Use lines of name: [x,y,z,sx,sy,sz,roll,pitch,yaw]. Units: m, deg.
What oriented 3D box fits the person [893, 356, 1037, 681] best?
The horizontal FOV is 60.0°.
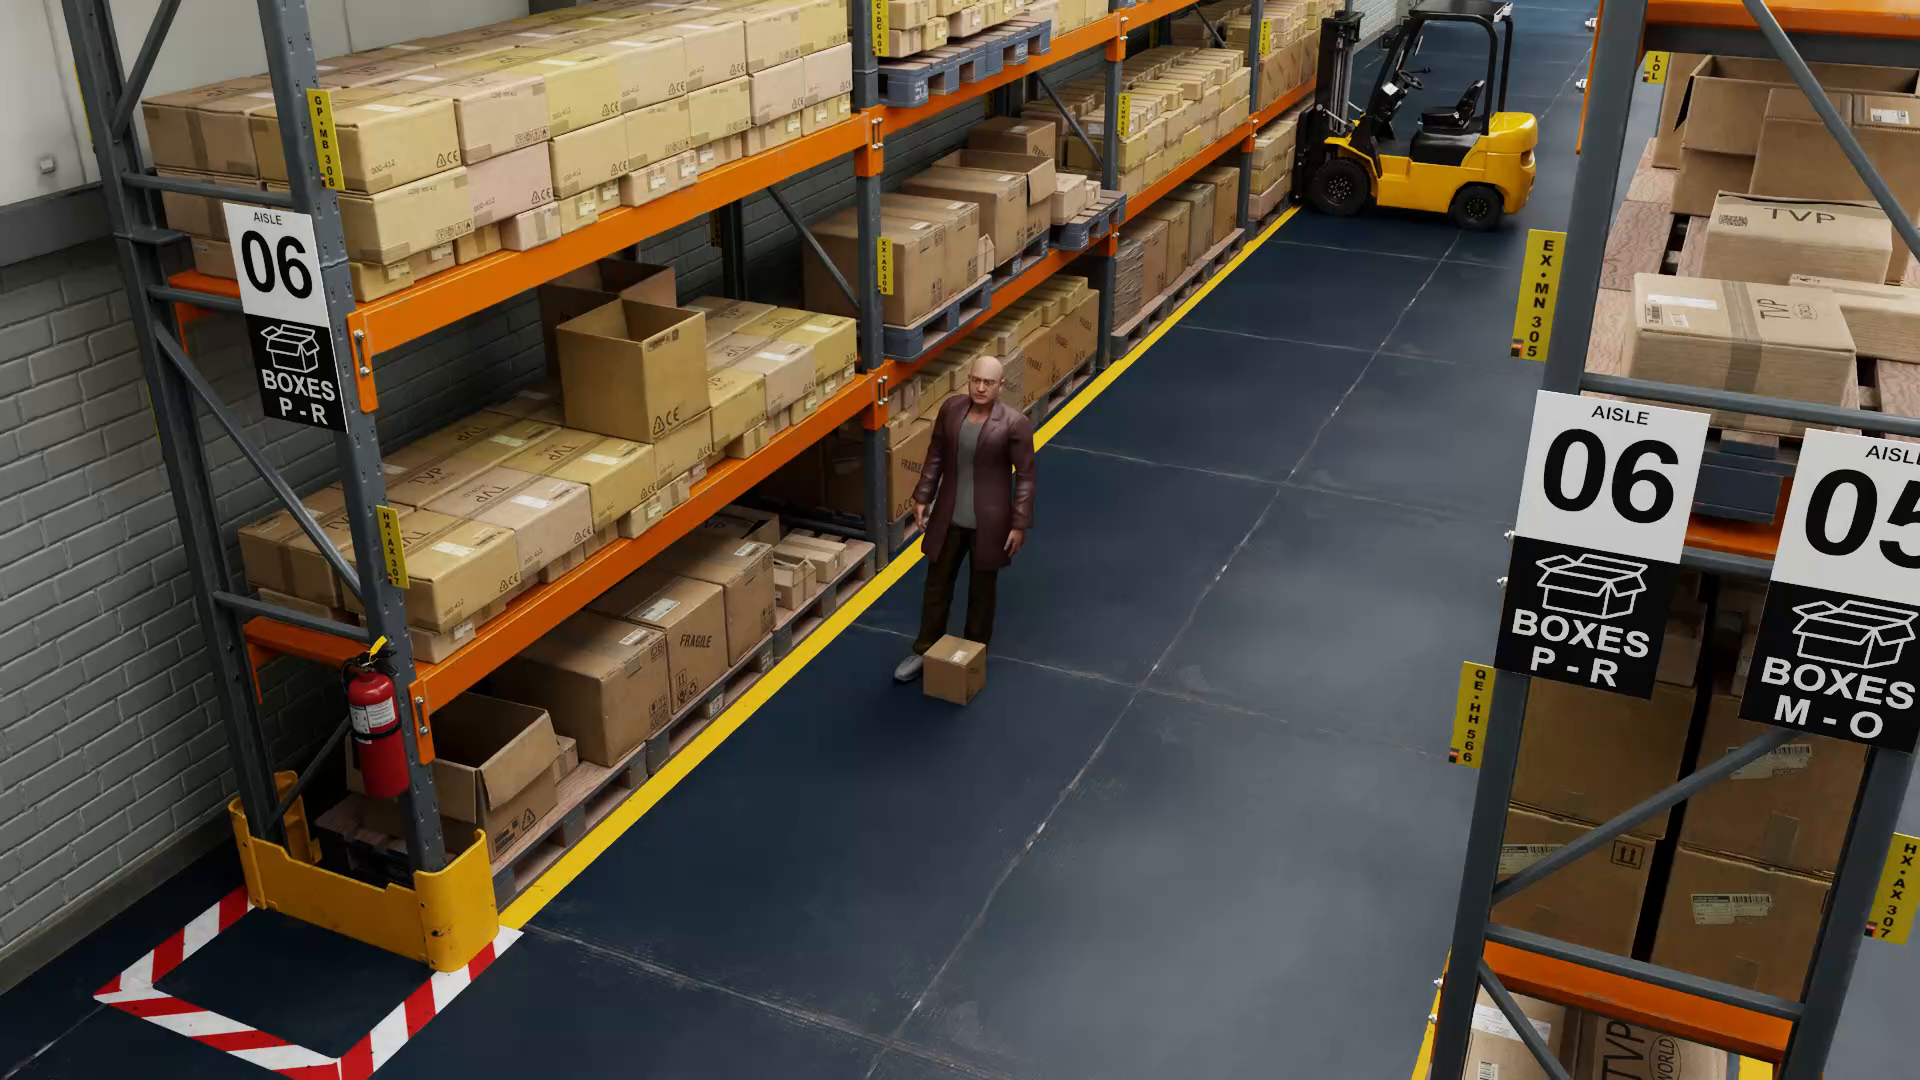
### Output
person: [0.031,-0.077,8.768,0.698,1.779,0.579,12,28,23]
